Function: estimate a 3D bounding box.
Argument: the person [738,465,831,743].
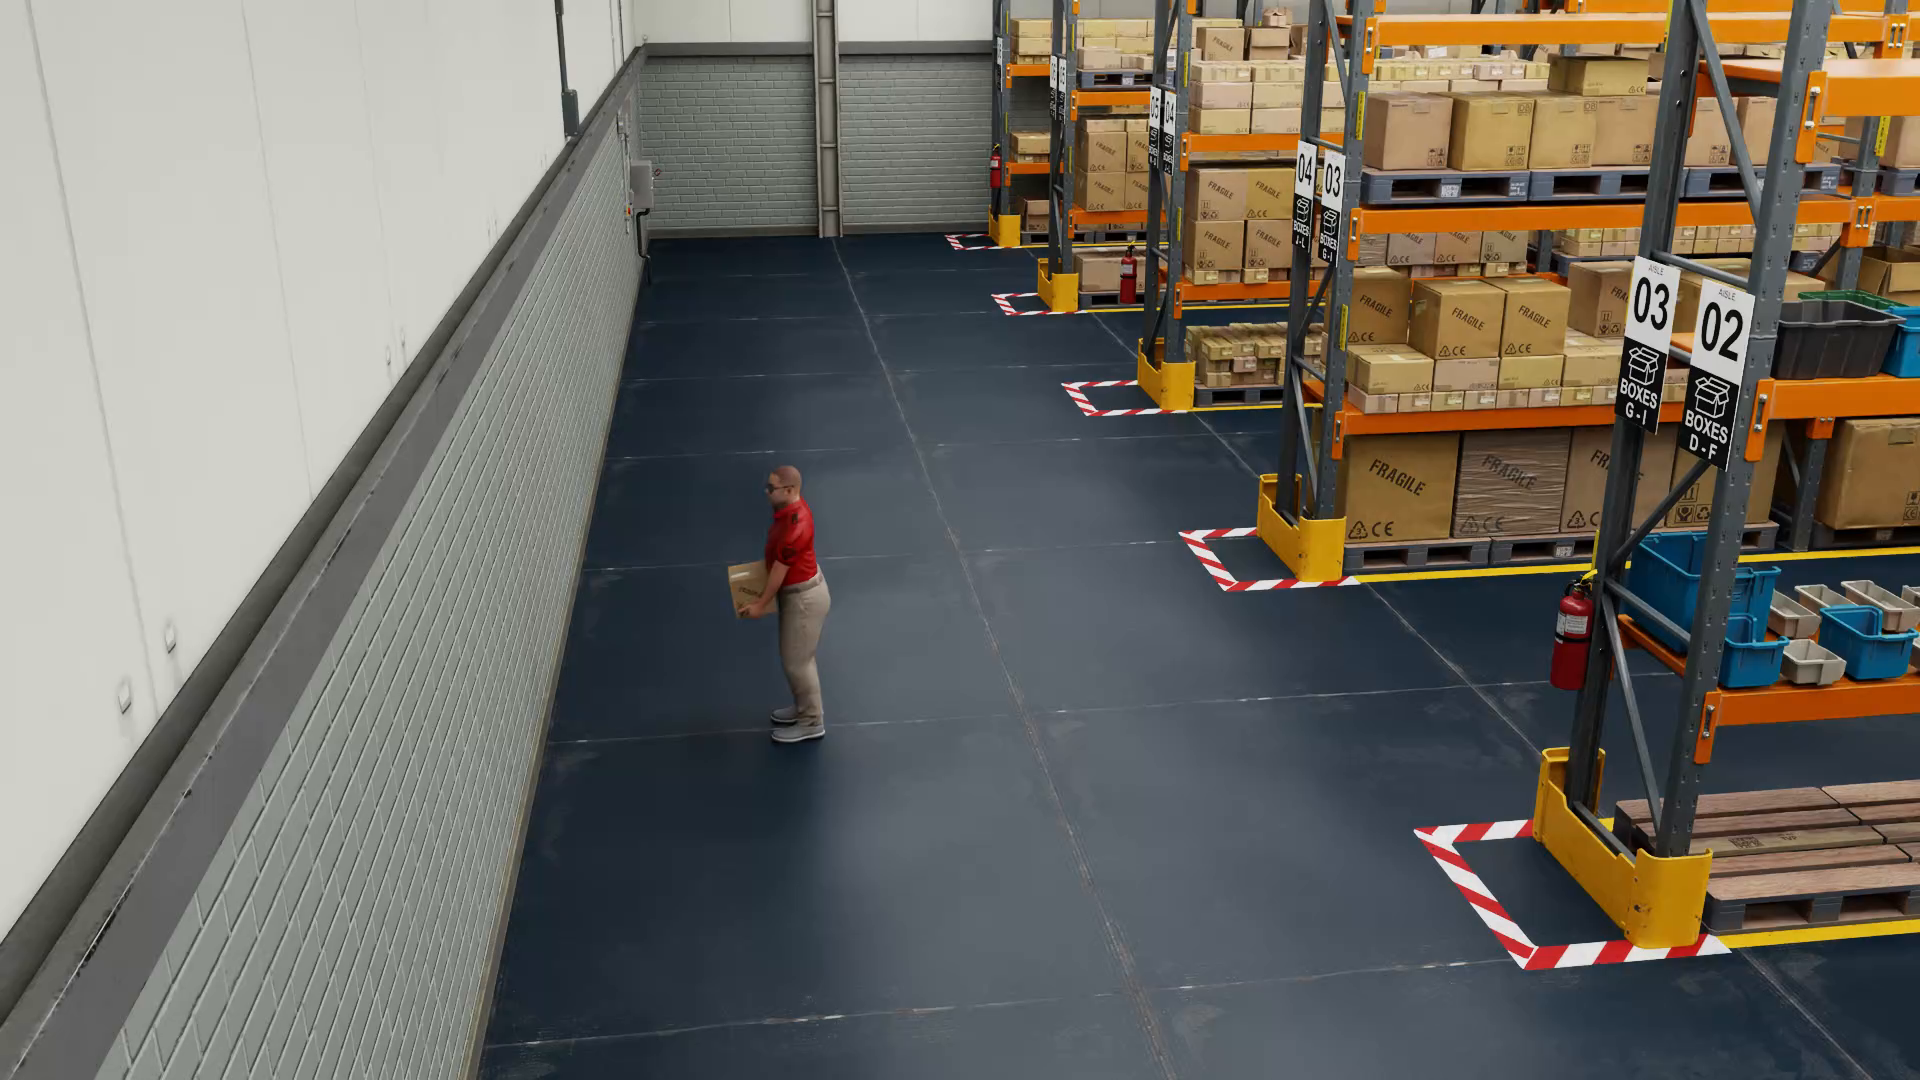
[{"bbox_3d":[-1.066,0.377,10.072,0.557,1.724,0.488,-3,20,-9],"label":"person"}]
